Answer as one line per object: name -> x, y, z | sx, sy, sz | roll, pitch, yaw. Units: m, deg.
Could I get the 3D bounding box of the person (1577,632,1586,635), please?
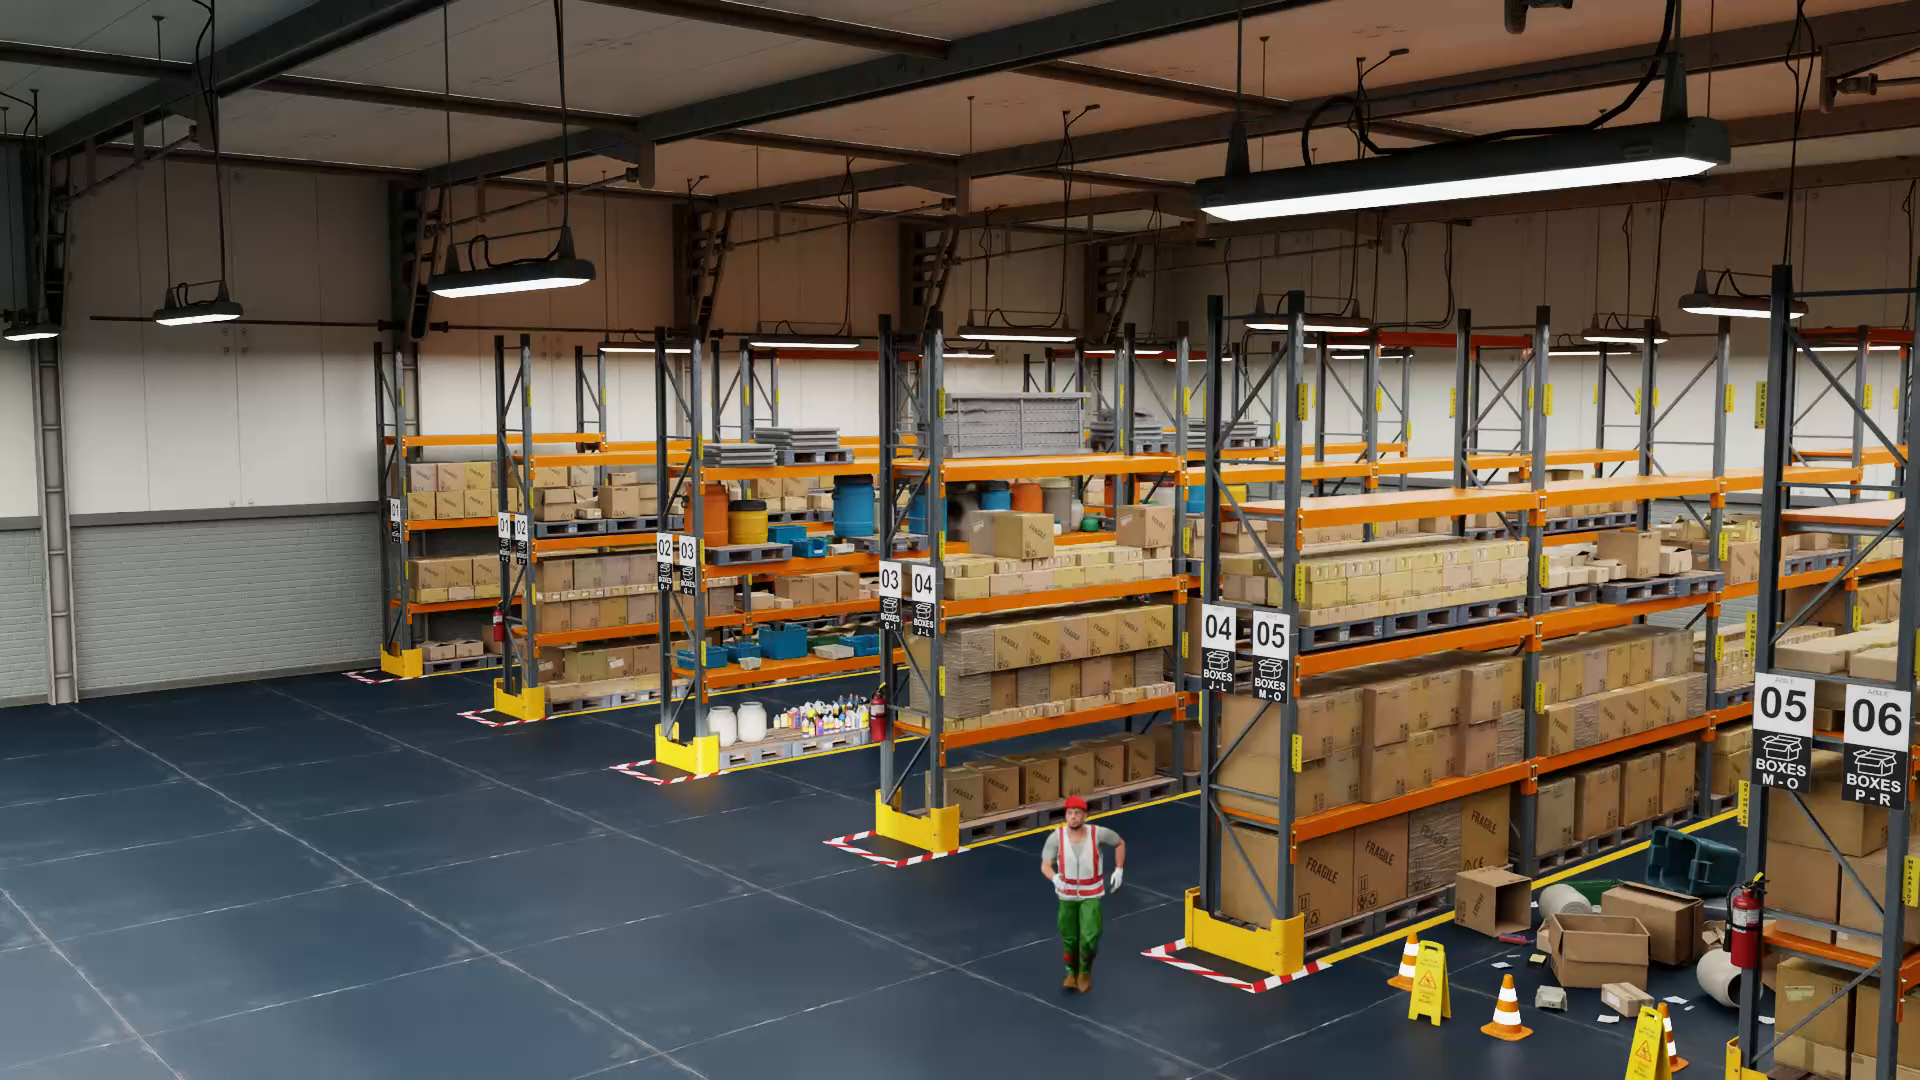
person -> 8.804, 2.150, 23.646 | 0.665, 1.699, 0.940 | 5, 7, 43

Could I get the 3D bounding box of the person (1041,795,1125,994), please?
person -> 1.025, 3.001, 13.994 | 0.684, 1.735, 0.822 | 1, 5, 11

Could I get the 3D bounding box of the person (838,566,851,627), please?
person -> -2.253, 1.322, 33.112 | 0.562, 1.656, 0.926 | 4, 6, 36
